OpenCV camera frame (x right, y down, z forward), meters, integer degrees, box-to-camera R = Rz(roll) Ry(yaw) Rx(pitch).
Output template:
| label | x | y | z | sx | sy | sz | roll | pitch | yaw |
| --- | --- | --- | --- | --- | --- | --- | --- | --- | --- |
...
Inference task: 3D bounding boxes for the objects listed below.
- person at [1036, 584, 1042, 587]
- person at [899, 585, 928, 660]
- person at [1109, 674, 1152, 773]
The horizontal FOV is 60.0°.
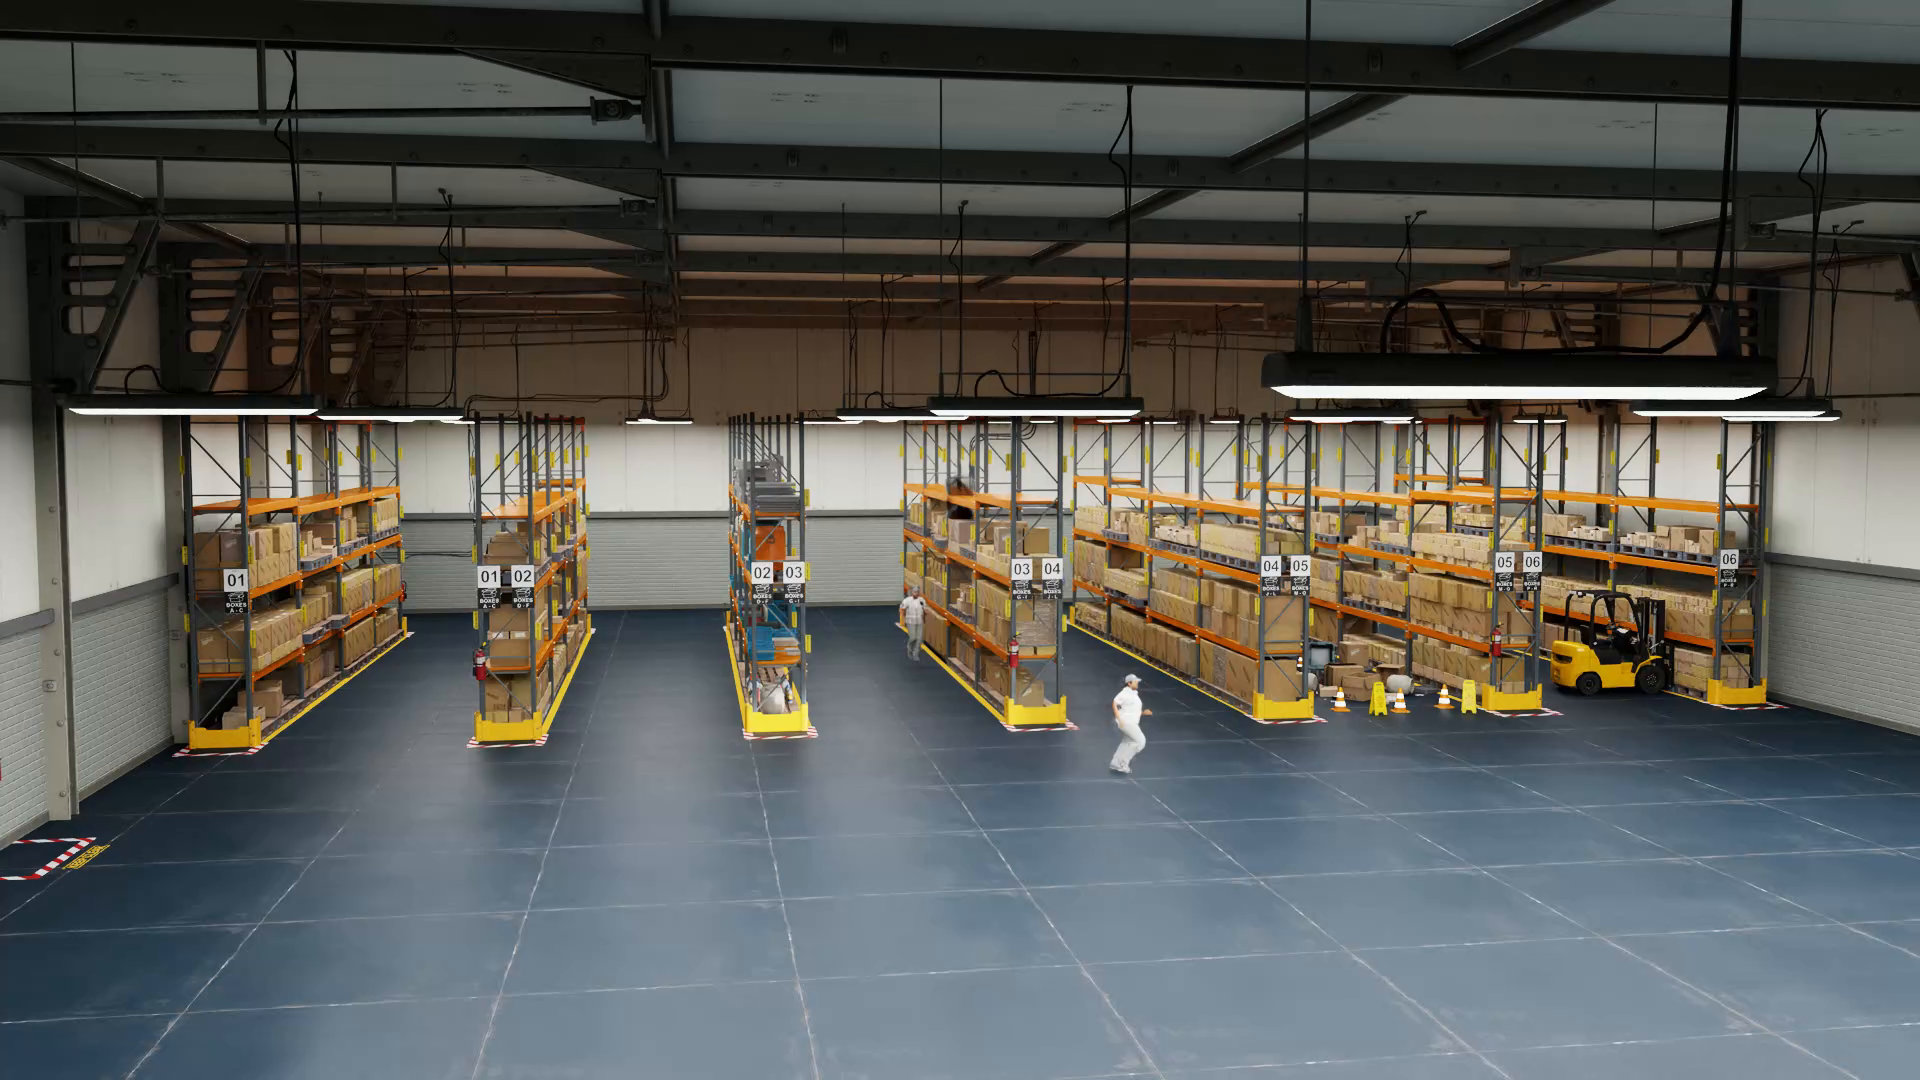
| label | x | y | z | sx | sy | sz | roll | pitch | yaw |
| --- | --- | --- | --- | --- | --- | --- | --- | --- | --- |
| person | 2.308 | 1.619 | 48.699 | 0.700 | 1.635 | 0.626 | -4 | 5 | -45 |
| person | -1.036 | 1.932 | 38.711 | 0.657 | 1.760 | 0.566 | -1 | 4 | -17 |
| person | 2.816 | 3.029 | 27.461 | 0.721 | 1.631 | 0.576 | 1 | 4 | 17 |
